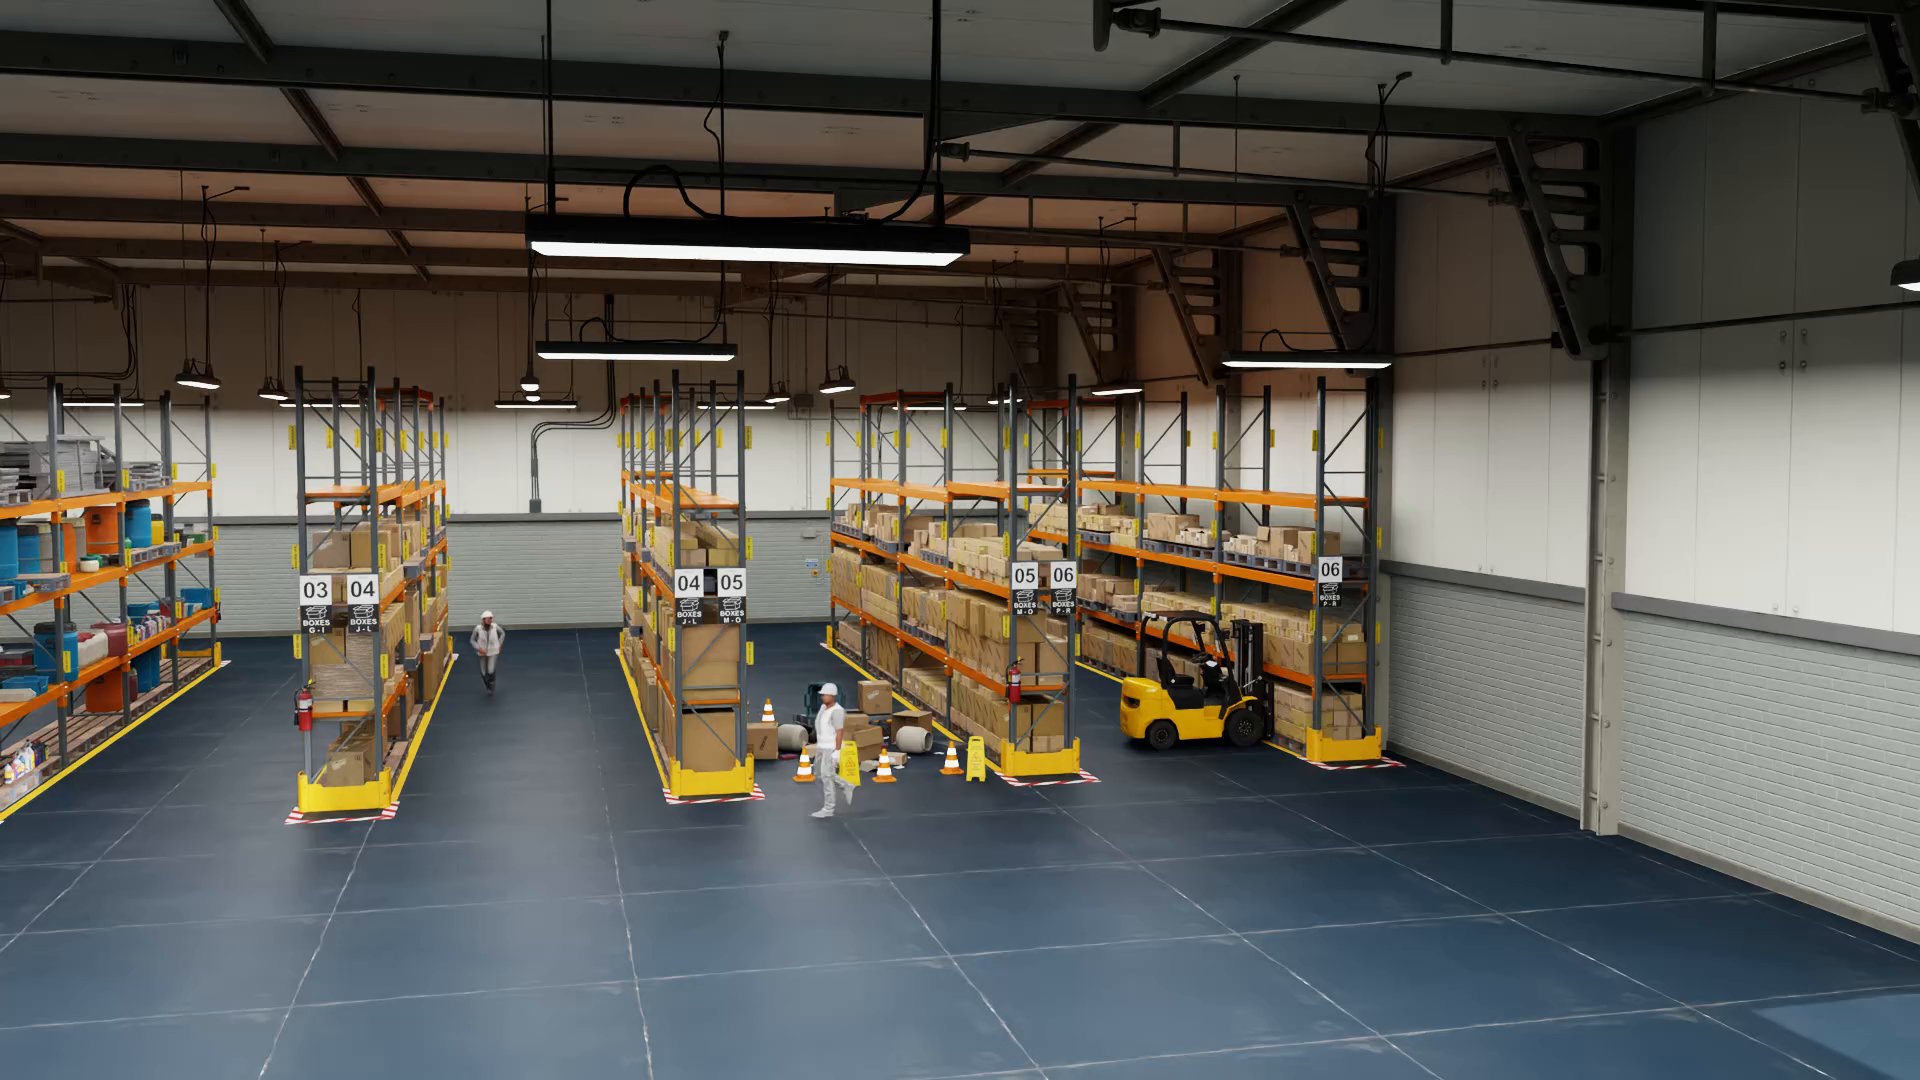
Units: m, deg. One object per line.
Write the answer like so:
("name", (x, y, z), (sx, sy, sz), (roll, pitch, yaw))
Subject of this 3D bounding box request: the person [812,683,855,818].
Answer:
("person", (-1.689, 2.785, 22.189), (0.682, 1.777, 0.613), (-2, 4, -25))

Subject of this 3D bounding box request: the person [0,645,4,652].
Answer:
("person", (-19.403, 2.149, 33.166), (0.597, 1.701, 0.517), (1, 4, 20))

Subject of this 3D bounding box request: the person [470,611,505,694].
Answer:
("person", (-9.270, 2.212, 32.657), (0.616, 1.684, 0.727), (0, 3, -5))
